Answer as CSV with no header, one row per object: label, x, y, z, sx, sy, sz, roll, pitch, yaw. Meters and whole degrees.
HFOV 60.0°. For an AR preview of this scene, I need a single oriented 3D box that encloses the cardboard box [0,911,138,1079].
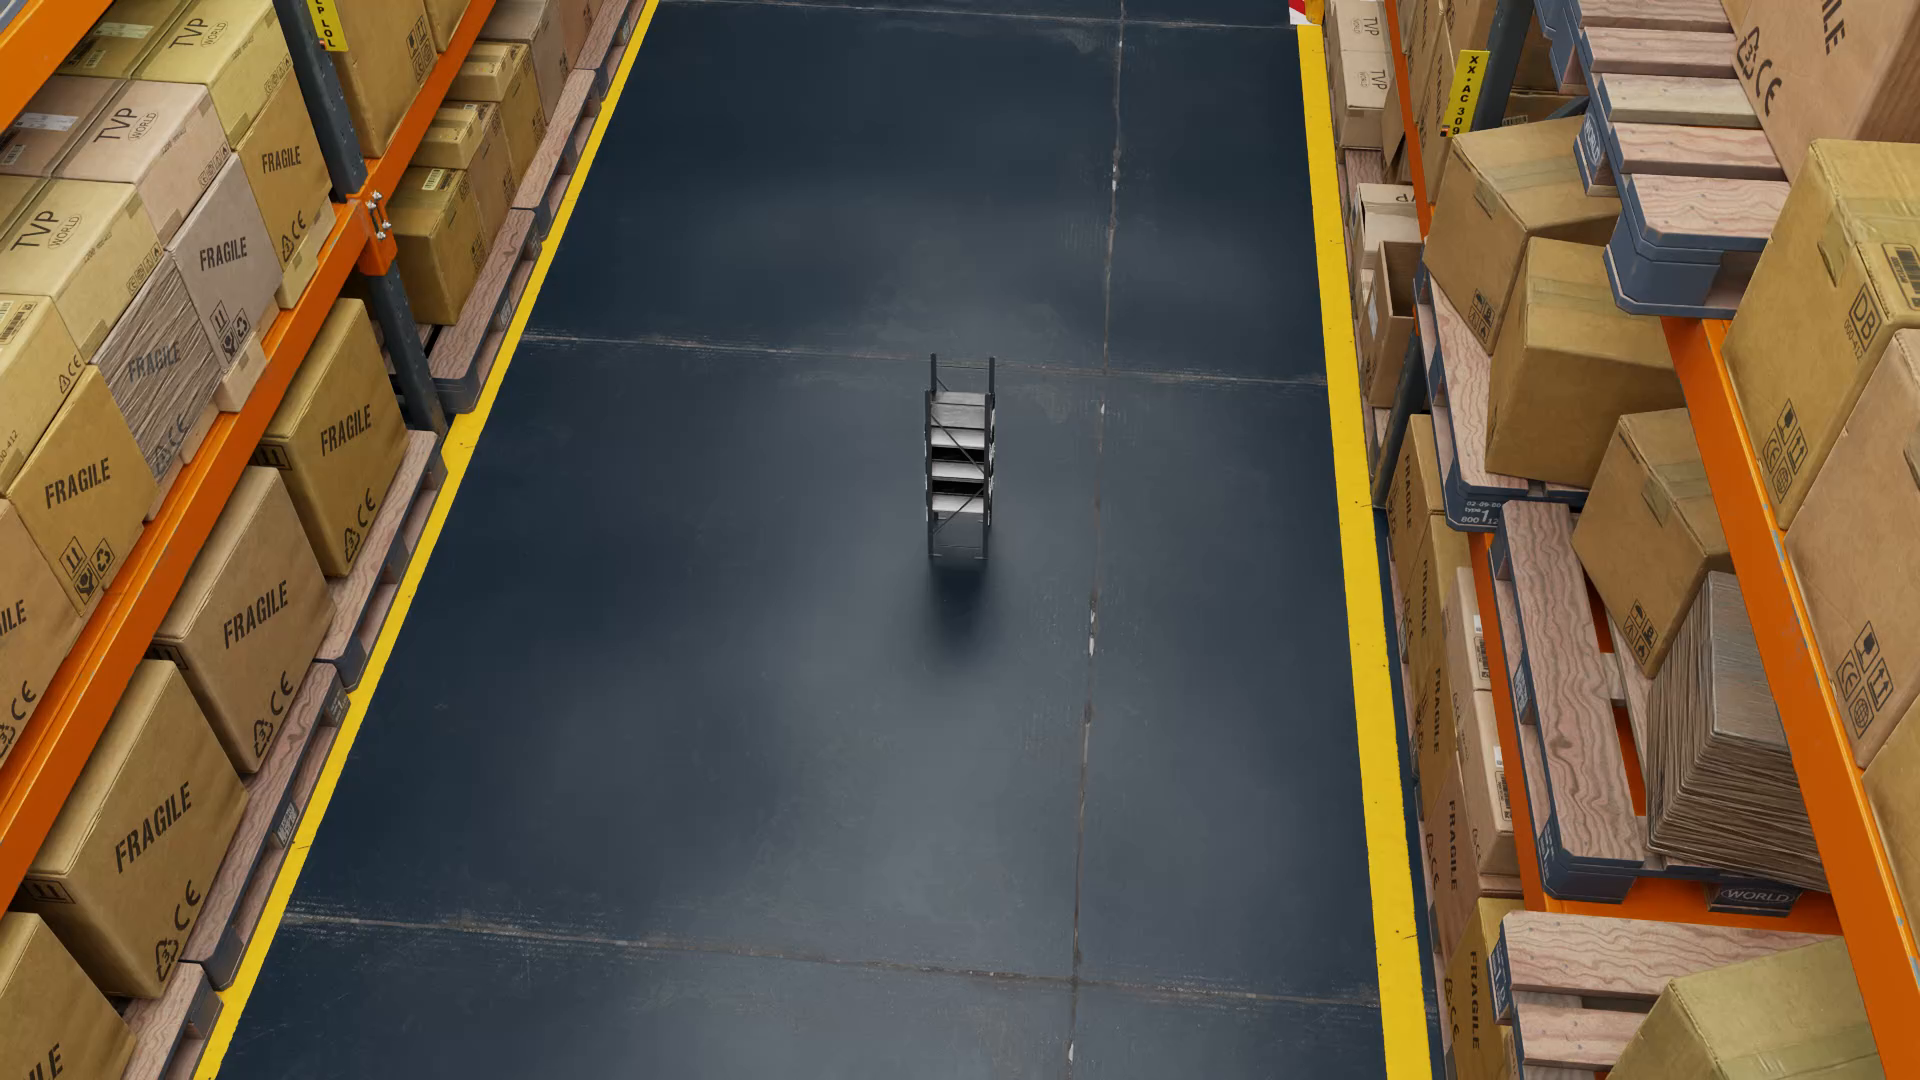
cardboard box,-2.887,1.511,4.533,0.750,0.750,0.750,3,48,3

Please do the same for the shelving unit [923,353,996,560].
shelving unit,0.001,-0.310,6.449,0.258,0.900,0.210,4,48,4

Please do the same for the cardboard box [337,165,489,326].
cardboard box,-2.550,-1.321,7.361,0.700,0.500,0.500,4,48,4

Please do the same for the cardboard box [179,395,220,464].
cardboard box,-2.591,-0.387,5.254,0.380,0.149,0.250,4,48,4

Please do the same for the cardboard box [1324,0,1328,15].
cardboard box,2.197,-2.991,9.113,0.380,0.149,0.250,4,48,4

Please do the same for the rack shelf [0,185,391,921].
rack shelf,-2.903,0.232,5.018,1.077,0.370,4.000,4,48,4

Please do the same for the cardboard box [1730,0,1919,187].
cardboard box,1.975,-1.026,3.229,0.600,0.600,0.600,2,48,2

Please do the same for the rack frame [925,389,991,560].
rack frame,-0.009,-0.235,6.381,0.240,0.900,0.006,4,48,4

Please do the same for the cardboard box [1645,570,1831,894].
cardboard box,2.067,0.484,3.948,0.700,0.500,0.500,12,49,11

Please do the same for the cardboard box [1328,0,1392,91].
cardboard box,2.200,-2.562,8.652,0.500,0.250,0.500,4,48,4

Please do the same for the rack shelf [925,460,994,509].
rack shelf,0.001,-0.226,6.540,0.258,0.077,0.200,4,48,4

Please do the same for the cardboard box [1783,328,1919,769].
cardboard box,1.901,0.046,2.601,0.910,0.500,0.500,4,48,4

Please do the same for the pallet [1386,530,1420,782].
pallet,2.177,0.391,6.275,1.003,0.211,1.213,4,48,4

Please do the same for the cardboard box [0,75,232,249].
cardboard box,-2.564,-1.139,4.994,0.500,0.250,0.500,5,48,4

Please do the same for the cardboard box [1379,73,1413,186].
cardboard box,2.379,-1.837,7.817,0.797,0.503,0.637,4,48,4

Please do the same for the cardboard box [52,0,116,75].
cardboard box,-3.022,-1.554,5.373,0.500,0.250,0.500,5,48,5

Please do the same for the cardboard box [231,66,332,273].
cardboard box,-2.511,-1.265,5.617,0.500,0.500,0.500,3,48,3

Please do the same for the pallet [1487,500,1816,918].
pallet,2.021,0.425,4.485,1.003,0.211,1.213,4,48,4

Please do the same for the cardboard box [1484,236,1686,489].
cardboard box,1.948,-0.483,4.832,0.700,0.500,0.500,11,48,10

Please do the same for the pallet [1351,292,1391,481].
pallet,2.277,-0.713,7.286,1.003,0.211,1.213,4,48,4

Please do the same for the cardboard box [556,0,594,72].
cardboard box,-2.366,-2.829,8.740,0.700,0.500,0.500,4,48,3

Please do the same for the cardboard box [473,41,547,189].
cardboard box,-2.452,-2.067,8.043,0.700,0.500,0.500,5,48,4

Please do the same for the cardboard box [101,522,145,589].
cardboard box,-2.664,-0.010,4.909,0.380,0.149,0.250,5,48,5

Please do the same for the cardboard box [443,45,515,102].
cardboard box,-2.290,-2.163,7.691,0.380,0.149,0.250,3,48,2

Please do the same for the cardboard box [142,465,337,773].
cardboard box,-2.728,0.243,5.693,0.750,0.750,0.750,5,48,5

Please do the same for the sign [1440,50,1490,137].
sign,1.672,-1.473,5.504,0.100,0.325,0.005,4,48,4

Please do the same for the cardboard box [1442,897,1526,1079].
cardboard box,1.747,1.401,4.857,0.500,0.500,0.500,2,48,2

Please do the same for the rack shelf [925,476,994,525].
rack shelf,0.001,-0.166,6.607,0.258,0.077,0.200,4,48,4

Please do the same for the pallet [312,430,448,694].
pallet,-2.716,0.033,6.603,1.003,0.211,1.213,4,48,4

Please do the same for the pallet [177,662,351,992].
pallet,-2.824,0.932,5.781,1.003,0.211,1.213,4,48,4

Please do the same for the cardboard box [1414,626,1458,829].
cardboard box,1.836,0.644,5.550,0.500,0.500,0.500,4,48,4

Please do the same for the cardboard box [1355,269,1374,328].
cardboard box,1.957,-1.054,7.341,0.380,0.149,0.250,4,48,4

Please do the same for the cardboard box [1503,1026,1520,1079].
cardboard box,1.701,1.487,4.271,0.500,0.250,0.500,6,48,5

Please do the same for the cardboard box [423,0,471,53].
cardboard box,-2.583,-2.515,6.840,0.980,0.700,0.700,3,48,3

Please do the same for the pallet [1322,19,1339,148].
pallet,2.499,-2.506,8.925,1.003,0.211,1.213,4,48,4

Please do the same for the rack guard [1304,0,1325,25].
rack guard,2.571,-3.190,9.355,1.175,0.500,0.348,4,48,4

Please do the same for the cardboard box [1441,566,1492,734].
cardboard box,1.835,0.366,5.296,0.500,0.250,0.500,4,48,4

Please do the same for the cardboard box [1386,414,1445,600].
cardboard box,1.926,-0.116,6.245,0.500,0.500,0.500,2,48,2

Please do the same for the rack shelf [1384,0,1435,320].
rack shelf,2.395,-2.377,7.405,1.077,0.370,4.000,4,48,4

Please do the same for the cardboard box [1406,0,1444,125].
cardboard box,2.049,-1.947,6.456,0.500,0.500,0.500,5,48,5

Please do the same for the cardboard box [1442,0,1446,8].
cardboard box,2.045,-2.287,6.089,0.500,0.500,0.500,3,48,3

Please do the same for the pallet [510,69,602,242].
pallet,-2.465,-1.992,8.455,1.003,0.211,1.213,4,48,4

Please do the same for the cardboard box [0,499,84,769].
cardboard box,-2.683,0.229,4.250,0.500,0.500,0.500,4,48,3

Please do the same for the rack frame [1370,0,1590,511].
rack frame,2.213,-1.150,5.795,1.000,3.000,0.127,4,48,4

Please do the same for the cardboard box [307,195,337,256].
cardboard box,-2.469,-1.135,5.938,0.380,0.149,0.250,4,48,4

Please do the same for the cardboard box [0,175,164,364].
cardboard box,-2.611,-0.764,4.651,0.500,0.250,0.500,5,48,4

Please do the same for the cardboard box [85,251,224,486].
cardboard box,-2.602,-0.521,4.937,0.500,0.500,0.500,4,48,4

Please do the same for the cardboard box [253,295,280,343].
cardboard box,-2.537,-0.761,5.596,0.380,0.149,0.250,5,48,5

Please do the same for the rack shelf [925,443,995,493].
rack shelf,0.001,-0.287,6.474,0.258,0.077,0.200,4,48,4

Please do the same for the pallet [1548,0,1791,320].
pallet,1.992,-0.862,3.626,1.213,0.211,1.003,4,48,4
